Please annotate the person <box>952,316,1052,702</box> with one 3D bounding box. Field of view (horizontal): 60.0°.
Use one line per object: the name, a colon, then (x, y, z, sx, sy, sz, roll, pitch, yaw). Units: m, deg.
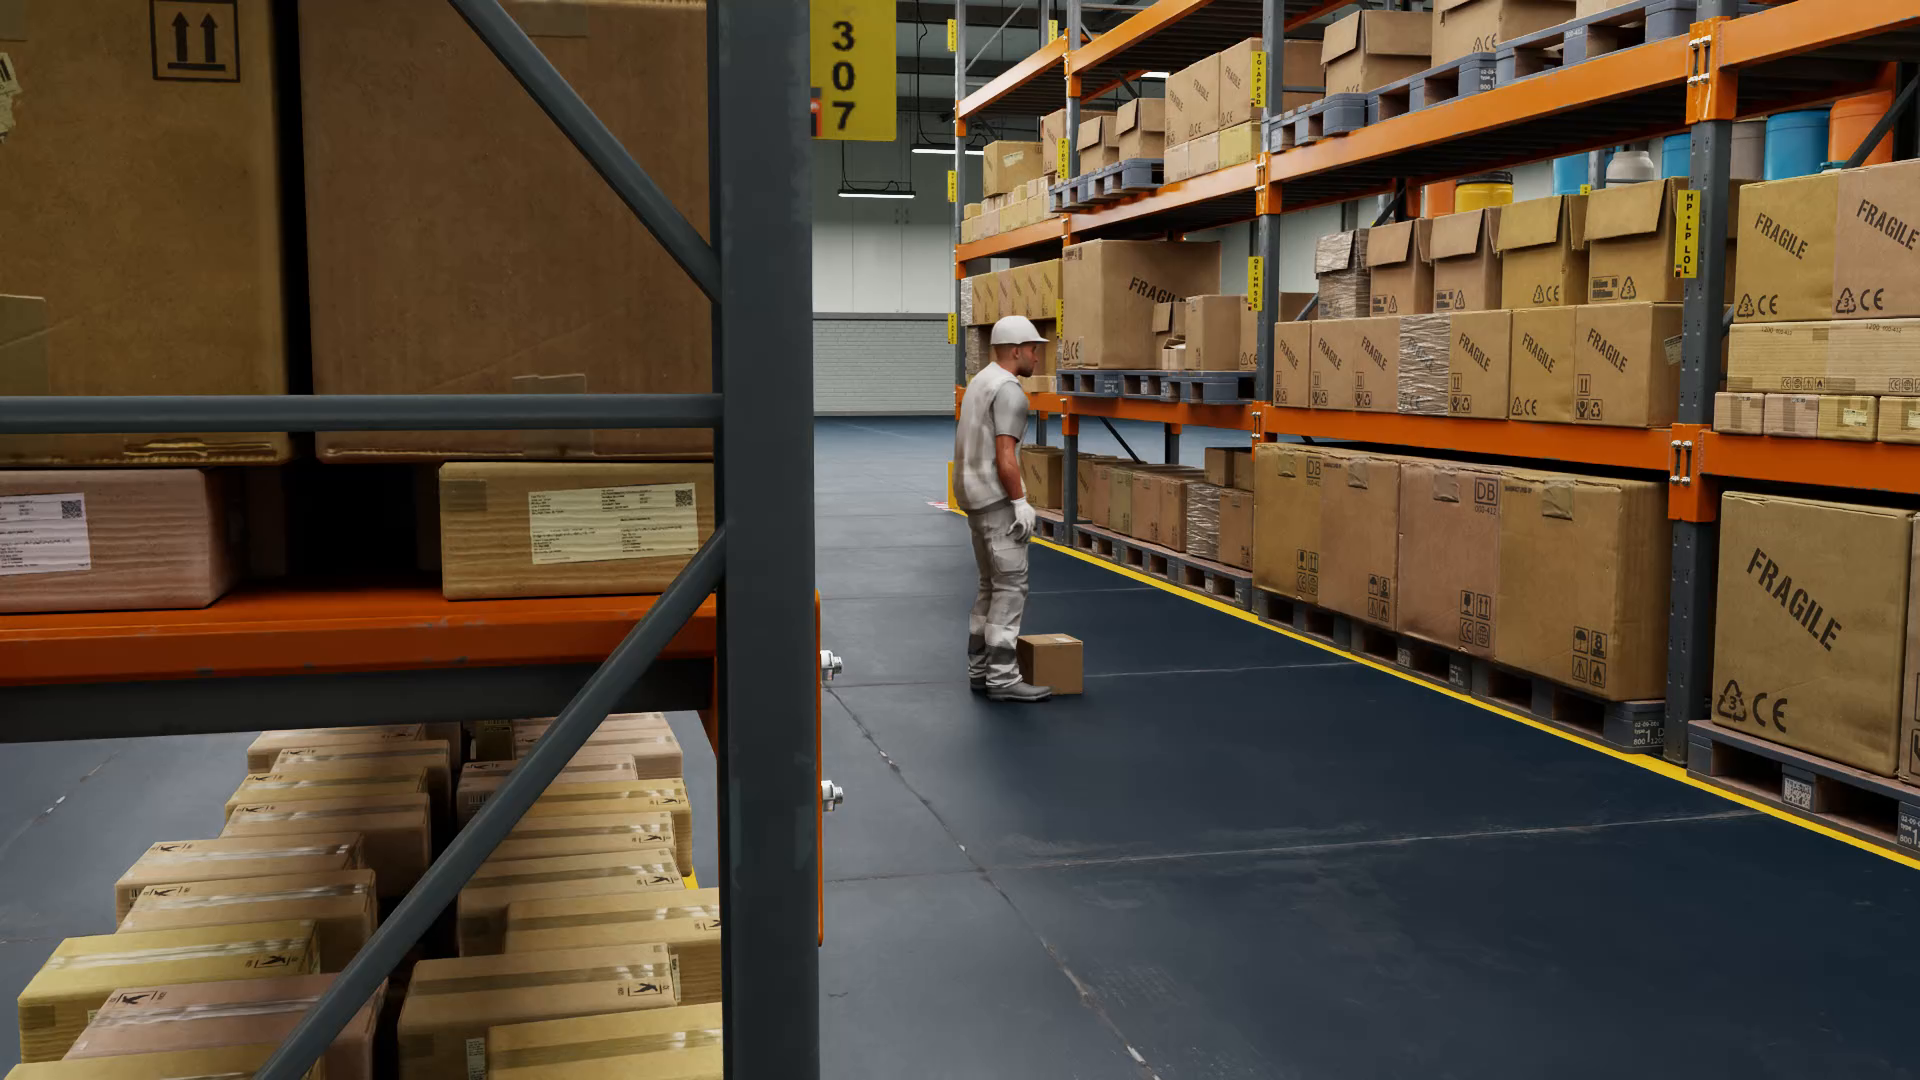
person: (0.205, -0.158, 7.814, 0.450, 1.780, 0.607, -1, 6, -14)
